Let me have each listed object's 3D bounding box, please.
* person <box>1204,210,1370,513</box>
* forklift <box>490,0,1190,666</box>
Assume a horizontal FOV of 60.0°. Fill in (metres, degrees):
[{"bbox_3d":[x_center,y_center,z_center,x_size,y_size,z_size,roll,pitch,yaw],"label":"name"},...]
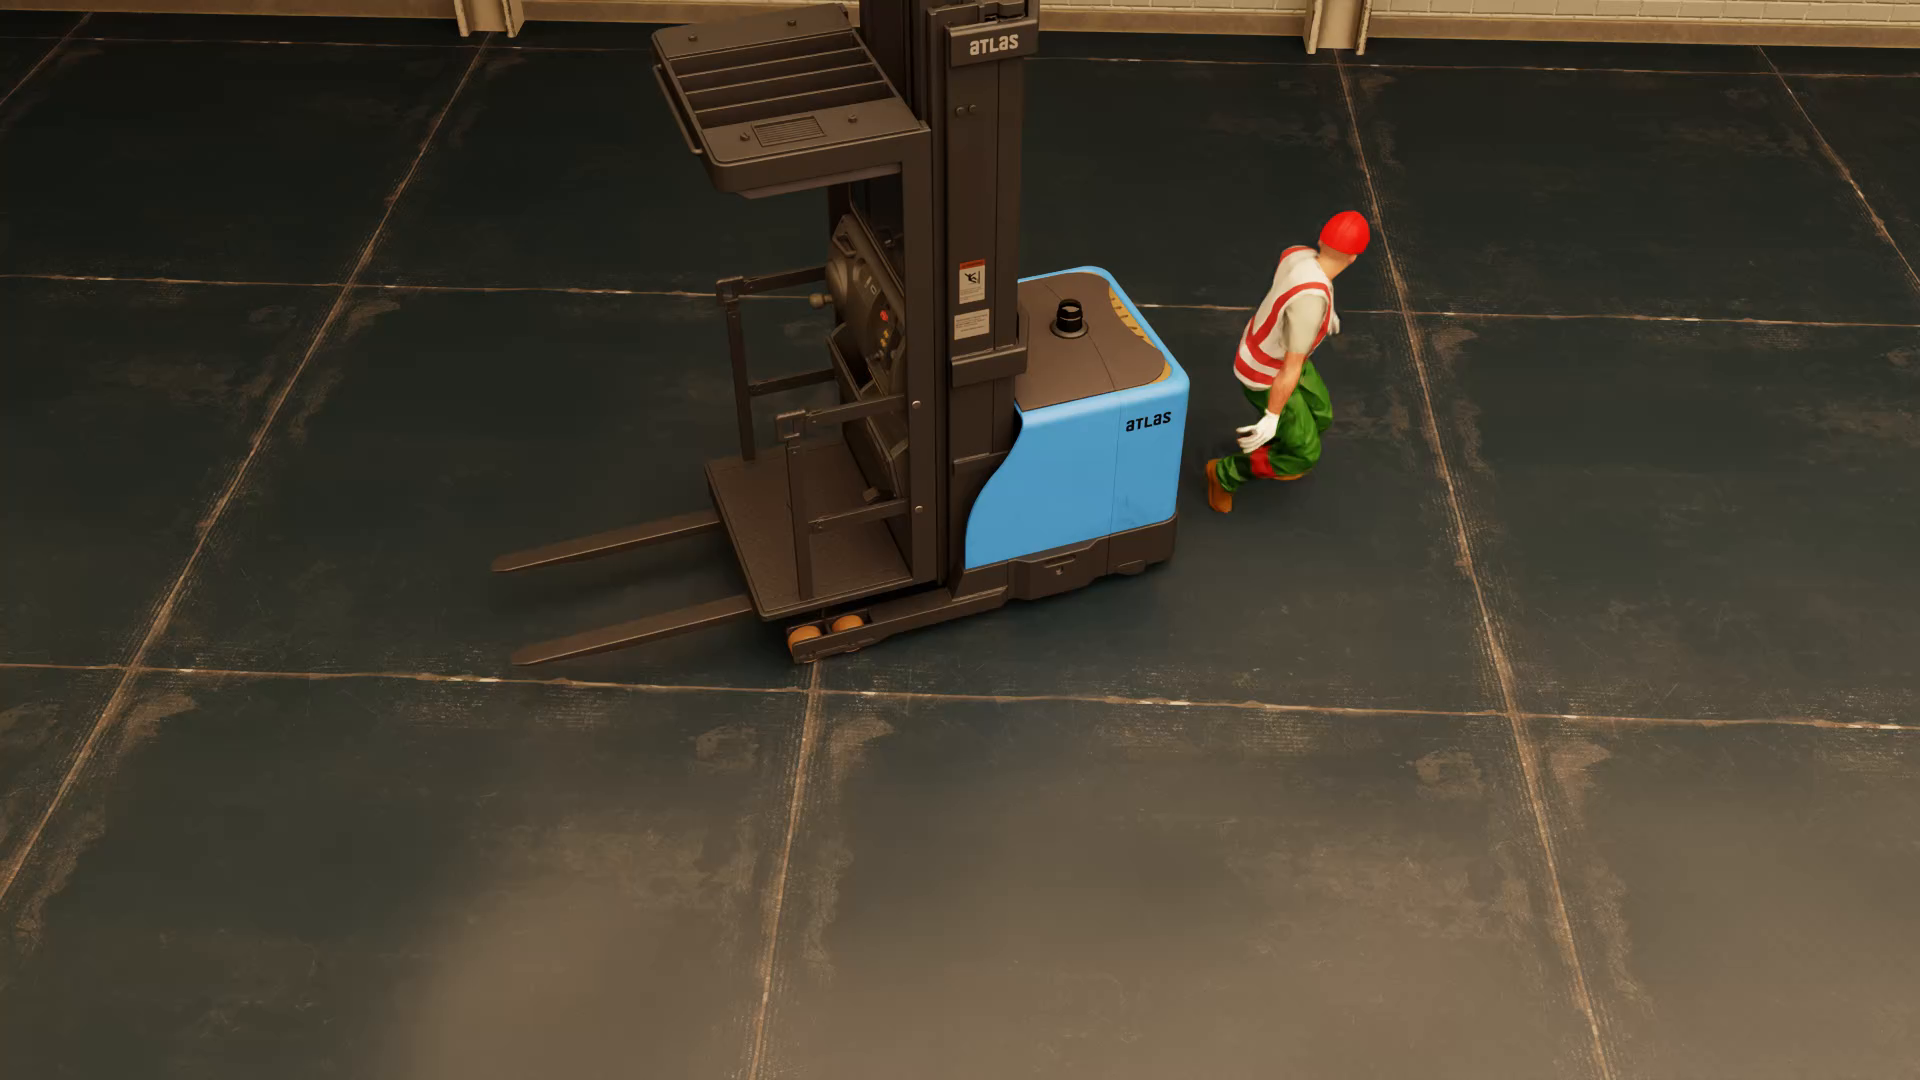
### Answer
[{"bbox_3d":[1.469,-0.772,7.616,0.545,1.614,0.991,13,44,13],"label":"person"},{"bbox_3d":[-0.573,-0.945,6.778,3.031,2.935,1.130,-13,44,-14],"label":"forklift"}]
